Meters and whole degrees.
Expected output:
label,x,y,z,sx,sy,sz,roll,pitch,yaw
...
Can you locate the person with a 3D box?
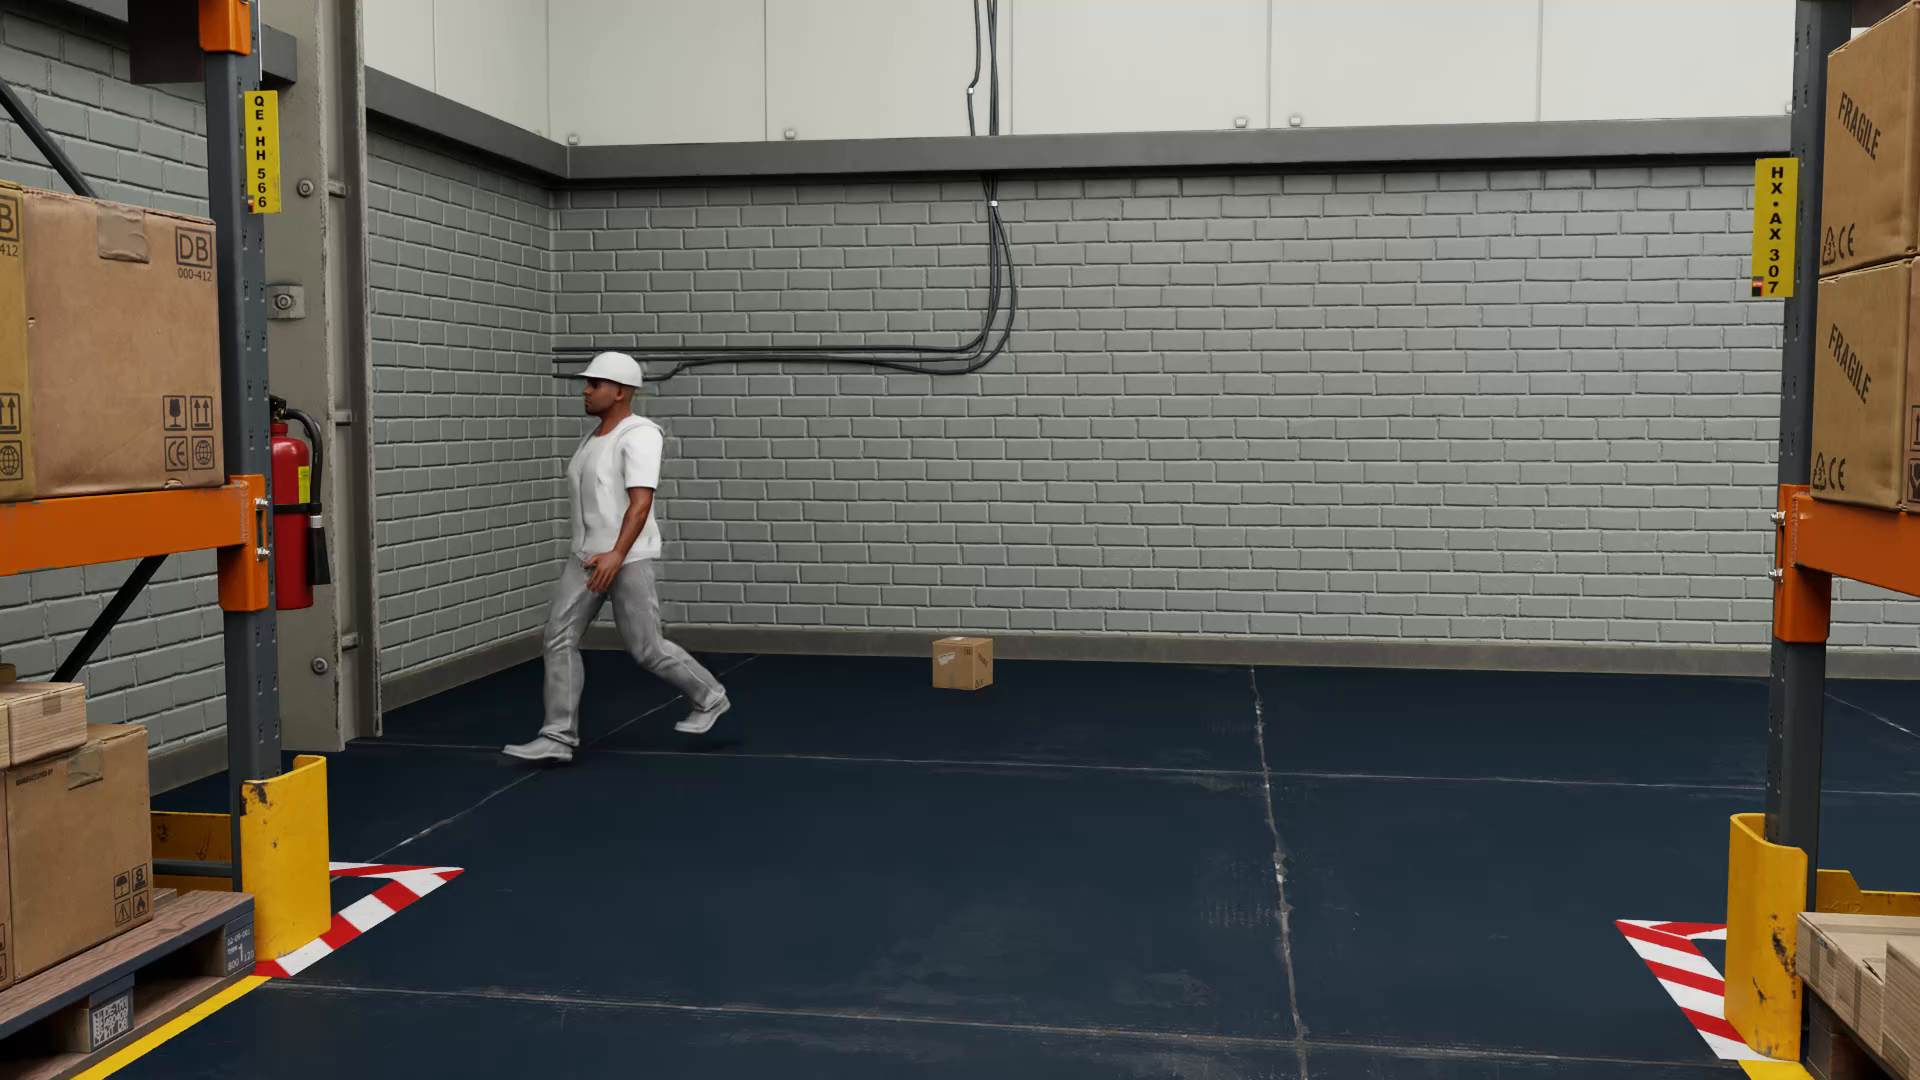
label,x,y,z,sx,sy,sz,roll,pitch,yaw
person,-1.456,0.067,7.081,1.006,1.727,0.577,-4,6,-44
